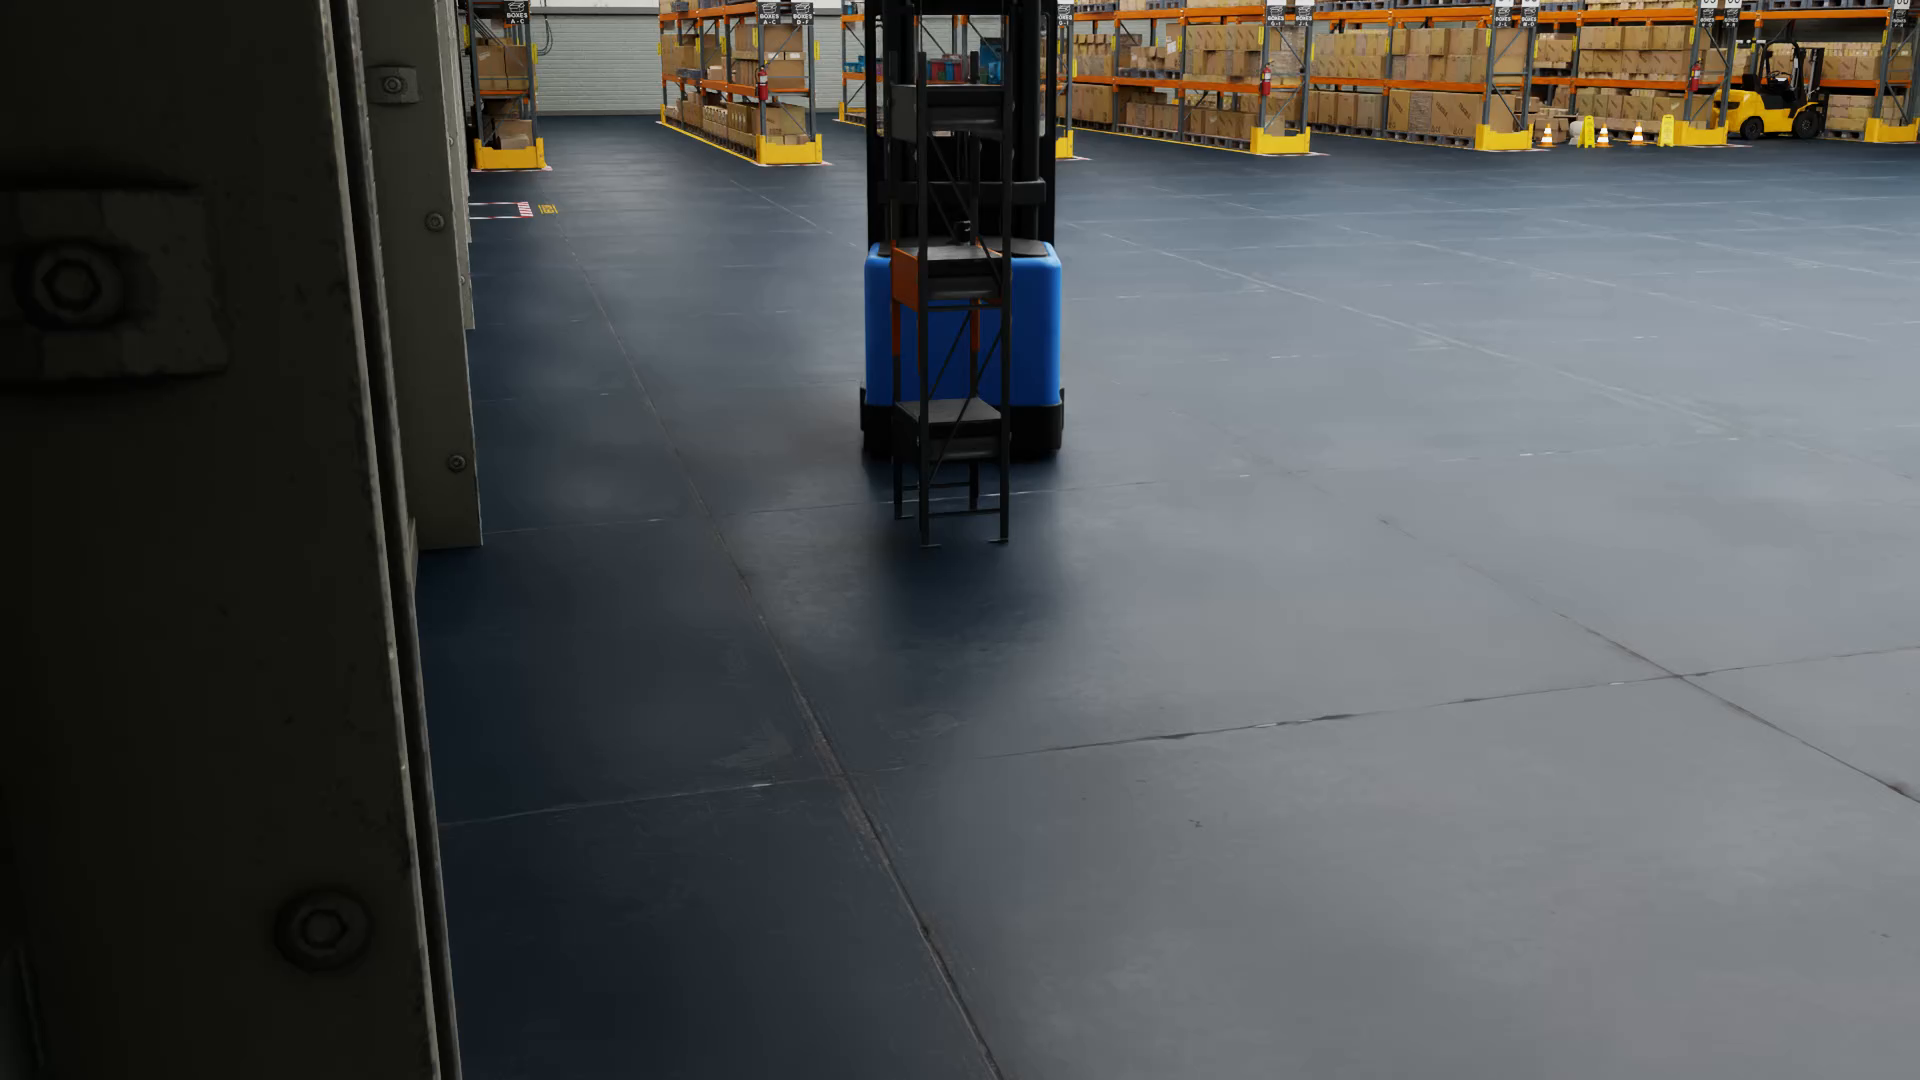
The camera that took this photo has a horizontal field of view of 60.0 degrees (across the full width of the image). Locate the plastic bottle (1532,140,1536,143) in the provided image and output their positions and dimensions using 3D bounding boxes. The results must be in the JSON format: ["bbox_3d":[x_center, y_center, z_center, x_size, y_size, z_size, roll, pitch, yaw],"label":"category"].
[{"bbox_3d":[12.478,-8.756,36.494,0.133,0.061,0.283,-12,20,-34],"label":"plastic bottle"}]

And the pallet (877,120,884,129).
[{"bbox_3d":[-1.492,-10.520,42.106,1.003,0.211,1.213,-5,17,-15],"label":"pallet"}]

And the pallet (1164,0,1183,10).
[{"bbox_3d":[5.229,-11.776,36.555,1.213,0.211,1.003,-5,17,-15],"label":"pallet"}]

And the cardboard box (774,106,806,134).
[{"bbox_3d":[-3.203,-7.909,31.315,0.500,0.500,0.500,-5,17,-15],"label":"cardboard box"}]

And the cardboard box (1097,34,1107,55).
[{"bbox_3d":[3.835,-12.269,41.166,0.797,0.503,0.637,-4,17,-14],"label":"cardboard box"}]

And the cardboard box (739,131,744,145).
[{"bbox_3d":[-3.986,-7.785,32.205,0.500,0.250,0.500,-5,17,-15],"label":"cardboard box"}]

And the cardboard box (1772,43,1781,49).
[{"bbox_3d":[19.574,-11.753,39.547,0.380,0.149,0.250,-4,17,-14],"label":"cardboard box"}]

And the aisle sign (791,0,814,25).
[{"bbox_3d":[-2.818,-9.613,29.722,0.394,0.787,0.004,-5,17,-15],"label":"aisle sign"}]

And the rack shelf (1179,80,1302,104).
[{"bbox_3d":[5.846,-9.353,34.625,1.077,0.370,4.000,-5,17,-15],"label":"rack shelf"}]

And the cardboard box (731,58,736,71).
[{"bbox_3d":[-4.570,-9.876,34.941,0.500,0.500,0.500,-3,17,-11],"label":"cardboard box"}]

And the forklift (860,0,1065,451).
[{"bbox_3d":[0.004,-2.240,9.813,1.130,2.935,3.031,0,17,0],"label":"forklift"}]

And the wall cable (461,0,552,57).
[{"bbox_3d":[-13.500,-15.374,48.388,3.097,2.526,0.112,-5,17,-15],"label":"wall cable"}]

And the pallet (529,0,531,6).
[{"bbox_3d":[-9.059,-10.602,32.644,1.213,0.211,1.003,-5,17,-15],"label":"pallet"}]

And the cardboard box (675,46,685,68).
[{"bbox_3d":[-6.513,-11.782,40.556,0.700,0.500,0.500,-12,20,-34],"label":"cardboard box"}]

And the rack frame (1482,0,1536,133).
[{"bbox_3d":[11.192,-9.508,33.892,1.000,3.000,0.127,-5,17,-15],"label":"rack frame"}]

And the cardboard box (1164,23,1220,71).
[{"bbox_3d":[5.213,-10.970,36.985,1.000,1.000,1.000,-5,17,-15],"label":"cardboard box"}]

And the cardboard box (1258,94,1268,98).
[{"bbox_3d":[8.128,-11.677,43.423,0.500,0.250,0.500,-4,17,-13],"label":"cardboard box"}]

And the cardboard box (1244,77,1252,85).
[{"bbox_3d":[5.932,-9.221,33.371,0.380,0.149,0.250,-5,17,-15],"label":"cardboard box"}]

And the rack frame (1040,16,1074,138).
[{"bbox_3d":[1.633,-8.753,31.376,1.000,3.000,0.127,-5,17,-15],"label":"rack frame"}]

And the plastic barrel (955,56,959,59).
[{"bbox_3d":[0.039,-10.635,37.448,0.421,0.512,0.421,0,17,0],"label":"plastic barrel"}]

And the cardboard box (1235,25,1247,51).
[{"bbox_3d":[5.864,-10.084,33.379,0.500,0.500,0.500,-5,17,-15],"label":"cardboard box"}]

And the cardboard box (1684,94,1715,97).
[{"bbox_3d":[19.028,-11.058,42.448,0.875,0.625,0.625,-5,18,-18],"label":"cardboard box"}]

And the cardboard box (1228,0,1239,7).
[{"bbox_3d":[5.746,-10.902,33.580,0.500,0.250,0.500,-4,17,-14],"label":"cardboard box"}]

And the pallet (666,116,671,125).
[{"bbox_3d":[-7.286,-11.211,44.407,1.003,0.211,1.213,-5,17,-15],"label":"pallet"}]

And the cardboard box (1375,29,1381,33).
[{"bbox_3d":[12.018,-14.431,47.239,0.380,0.149,0.250,-5,17,-16],"label":"cardboard box"}]

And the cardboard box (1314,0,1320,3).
[{"bbox_3d":[8.593,-13.344,41.272,0.500,0.500,0.500,-5,17,-15],"label":"cardboard box"}]

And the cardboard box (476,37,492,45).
[{"bbox_3d":[-10.465,-10.846,36.317,0.500,0.250,0.500,-4,17,-14],"label":"cardboard box"}]

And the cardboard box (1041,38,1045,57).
[{"bbox_3d":[2.156,-13.564,45.835,0.500,0.500,0.500,-5,17,-17],"label":"cardboard box"}]

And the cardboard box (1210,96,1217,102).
[{"bbox_3d":[7.203,-12.308,46.402,0.380,0.149,0.250,-6,18,-18],"label":"cardboard box"}]

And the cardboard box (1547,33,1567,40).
[{"bbox_3d":[14.279,-12.036,39.757,0.380,0.149,0.250,-5,17,-17],"label":"cardboard box"}]

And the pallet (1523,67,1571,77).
[{"bbox_3d":[14.309,-11.504,40.870,1.003,0.211,1.213,-5,17,-15],"label":"pallet"}]

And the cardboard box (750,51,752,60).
[{"bbox_3d":[-3.776,-9.169,31.462,0.380,0.149,0.250,-4,17,-14],"label":"cardboard box"}]

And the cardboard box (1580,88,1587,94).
[{"bbox_3d":[17.594,-12.547,46.497,0.380,0.149,0.250,-5,17,-15],"label":"cardboard box"}]

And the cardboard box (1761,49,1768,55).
[{"bbox_3d":[19.431,-11.677,39.811,0.380,0.149,0.250,-5,17,-16],"label":"cardboard box"}]

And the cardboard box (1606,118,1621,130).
[{"bbox_3d":[15.033,-9.440,37.716,0.500,0.250,0.500,-5,17,-16],"label":"cardboard box"}]

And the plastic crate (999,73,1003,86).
[{"bbox_3d":[1.035,-8.976,32.379,0.499,0.251,0.408,-5,17,-15],"label":"plastic crate"}]

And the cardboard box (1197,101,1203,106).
[{"bbox_3d":[6.996,-12.461,47.429,0.380,0.149,0.250,-6,18,-18],"label":"cardboard box"}]

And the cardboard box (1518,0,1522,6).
[{"bbox_3d":[14.172,-13.207,40.811,0.797,0.503,0.637,-5,17,-15],"label":"cardboard box"}]

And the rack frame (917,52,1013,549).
[{"bbox_3d":[0.022,-0.984,7.078,0.400,2.100,0.015,-5,17,-15],"label":"rack frame"}]

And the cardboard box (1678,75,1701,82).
[{"bbox_3d":[15.616,-9.894,35.612,0.380,0.149,0.250,-4,17,-13],"label":"cardboard box"}]

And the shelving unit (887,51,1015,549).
[{"bbox_3d":[-0.045,-1.051,7.302,0.431,2.100,0.503,-5,17,-15],"label":"shelving unit"}]

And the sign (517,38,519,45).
[{"bbox_3d":[-9.572,-10.744,36.132,0.100,0.325,0.005,-5,17,-15],"label":"sign"}]

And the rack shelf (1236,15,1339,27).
[{"bbox_3d":[8.444,-13.366,42.773,1.077,0.370,4.000,-5,17,-15],"label":"rack shelf"}]

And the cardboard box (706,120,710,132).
[{"bbox_3d":[-5.328,-9.152,36.756,0.500,0.250,0.500,-5,17,-17],"label":"cardboard box"}]

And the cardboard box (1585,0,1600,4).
[{"bbox_3d":[14.682,-12.398,38.041,0.500,0.250,0.500,-5,17,-16],"label":"cardboard box"}]

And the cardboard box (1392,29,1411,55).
[{"bbox_3d":[10.161,-11.099,37.050,0.875,0.550,0.550,-5,17,-15],"label":"cardboard box"}]

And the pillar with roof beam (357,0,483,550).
[{"bbox_3d":[1.819,-4.670,7.355,9.100,9.000,0.400,-5,17,-15],"label":"pillar with roof beam"}]

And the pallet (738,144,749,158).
[{"bbox_3d":[-3.712,-7.572,32.292,1.003,0.211,1.213,-5,17,-15],"label":"pallet"}]

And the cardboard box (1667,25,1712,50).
[{"bbox_3d":[15.574,-10.721,35.500,0.700,0.500,0.500,-5,17,-17],"label":"cardboard box"}]

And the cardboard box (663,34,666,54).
[{"bbox_3d":[-7.508,-13.027,43.694,0.500,0.500,0.500,-5,17,-15],"label":"cardboard box"}]

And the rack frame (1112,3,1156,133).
[{"bbox_3d":[4.197,-11.357,40.047,1.000,3.000,0.127,-5,17,-15],"label":"rack frame"}]

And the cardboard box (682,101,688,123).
[{"bbox_3d":[-6.529,-10.542,40.913,0.500,0.500,0.500,-6,18,-18],"label":"cardboard box"}]

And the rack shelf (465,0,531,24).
[{"bbox_3d":[-8.442,-9.615,30.282,1.077,0.370,4.000,-5,17,-15],"label":"rack shelf"}]

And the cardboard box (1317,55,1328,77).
[{"bbox_3d":[9.000,-11.483,40.293,0.500,0.500,0.500,-5,17,-16],"label":"cardboard box"}]

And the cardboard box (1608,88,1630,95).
[{"bbox_3d":[14.924,-10.148,37.640,0.380,0.149,0.250,-4,17,-12],"label":"cardboard box"}]
